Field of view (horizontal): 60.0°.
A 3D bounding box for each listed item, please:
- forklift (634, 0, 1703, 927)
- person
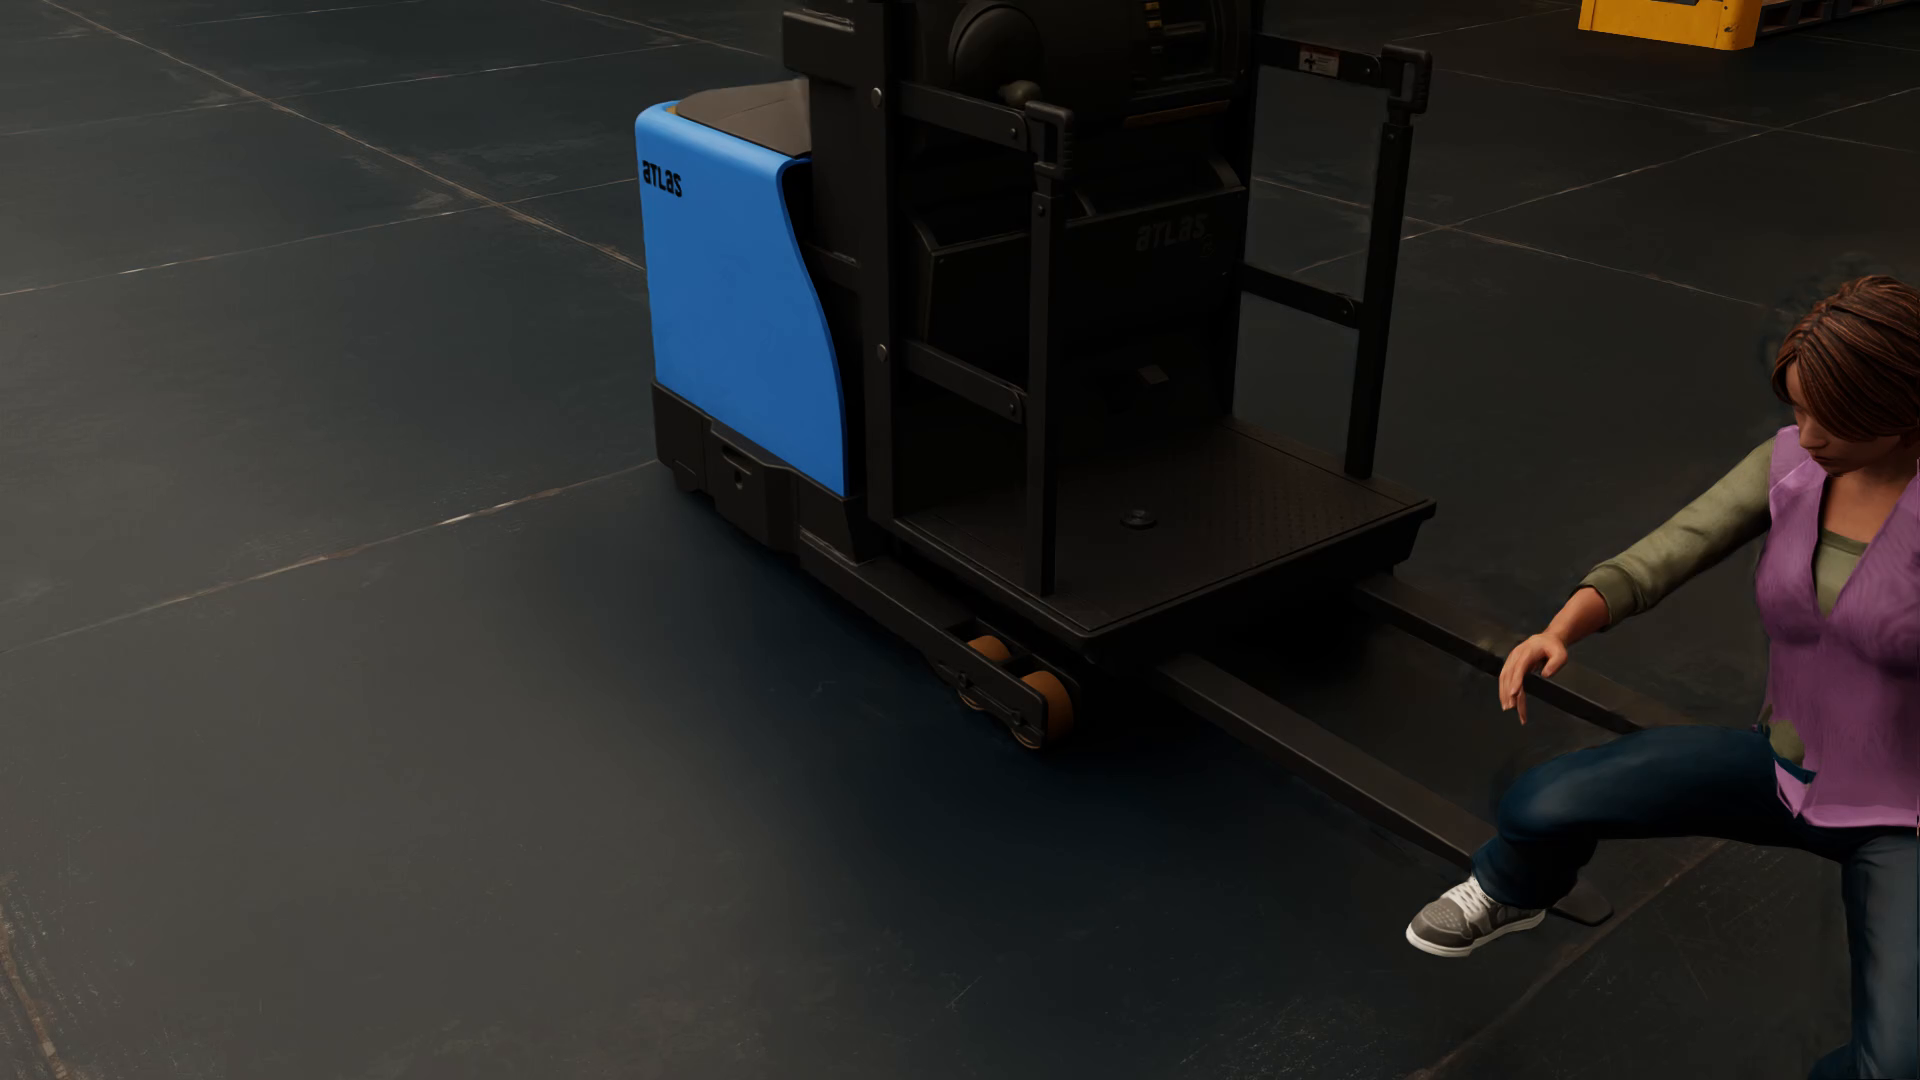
[{"bbox_3d":[0.402,-1.109,3.439,1.130,2.935,3.031,-18,32,-32],"label":"forklift"},{"bbox_3d":[1.055,0.349,2.217,0.685,1.348,0.850,-14,30,-26],"label":"person"}]
